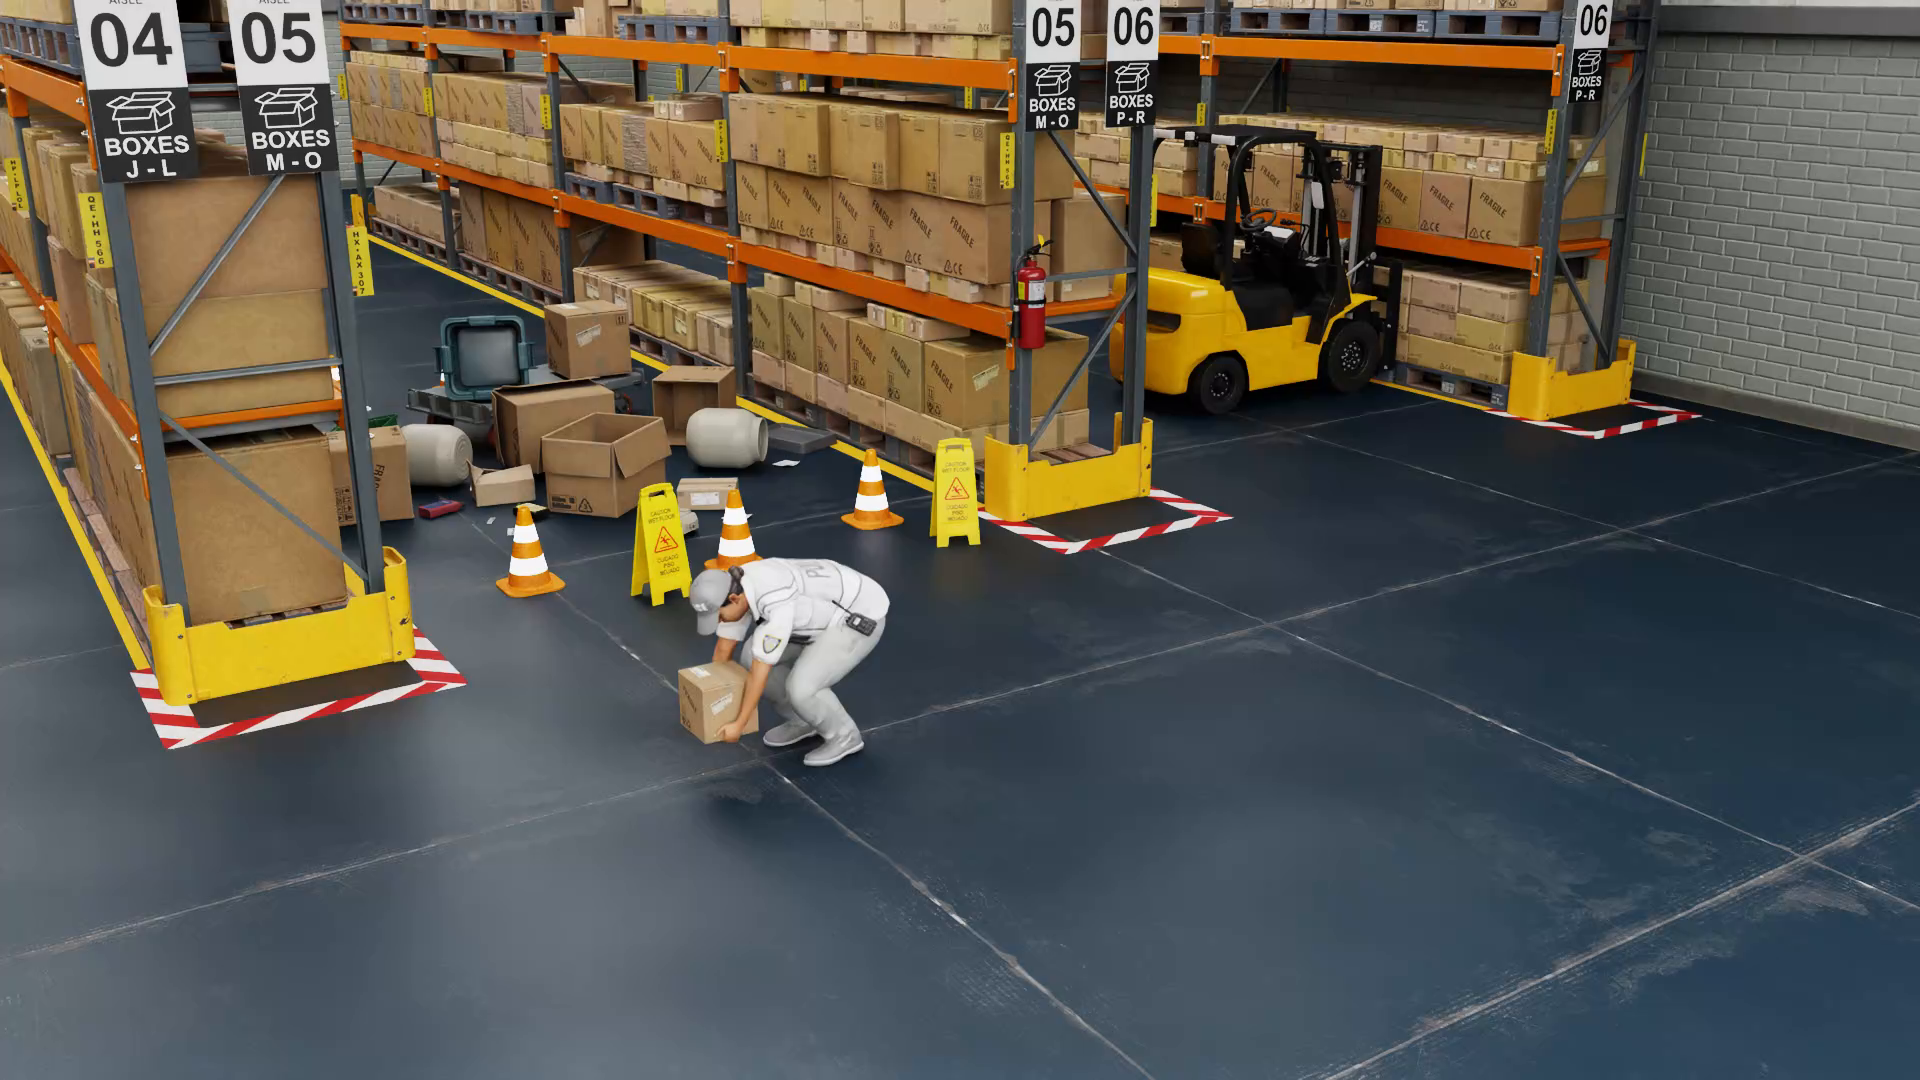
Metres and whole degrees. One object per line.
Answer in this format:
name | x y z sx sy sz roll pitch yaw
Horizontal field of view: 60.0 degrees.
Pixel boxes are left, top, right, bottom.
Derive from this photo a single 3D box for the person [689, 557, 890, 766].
person | -0.739 0.501 7.201 0.916 0.940 0.514 -13 22 -33
